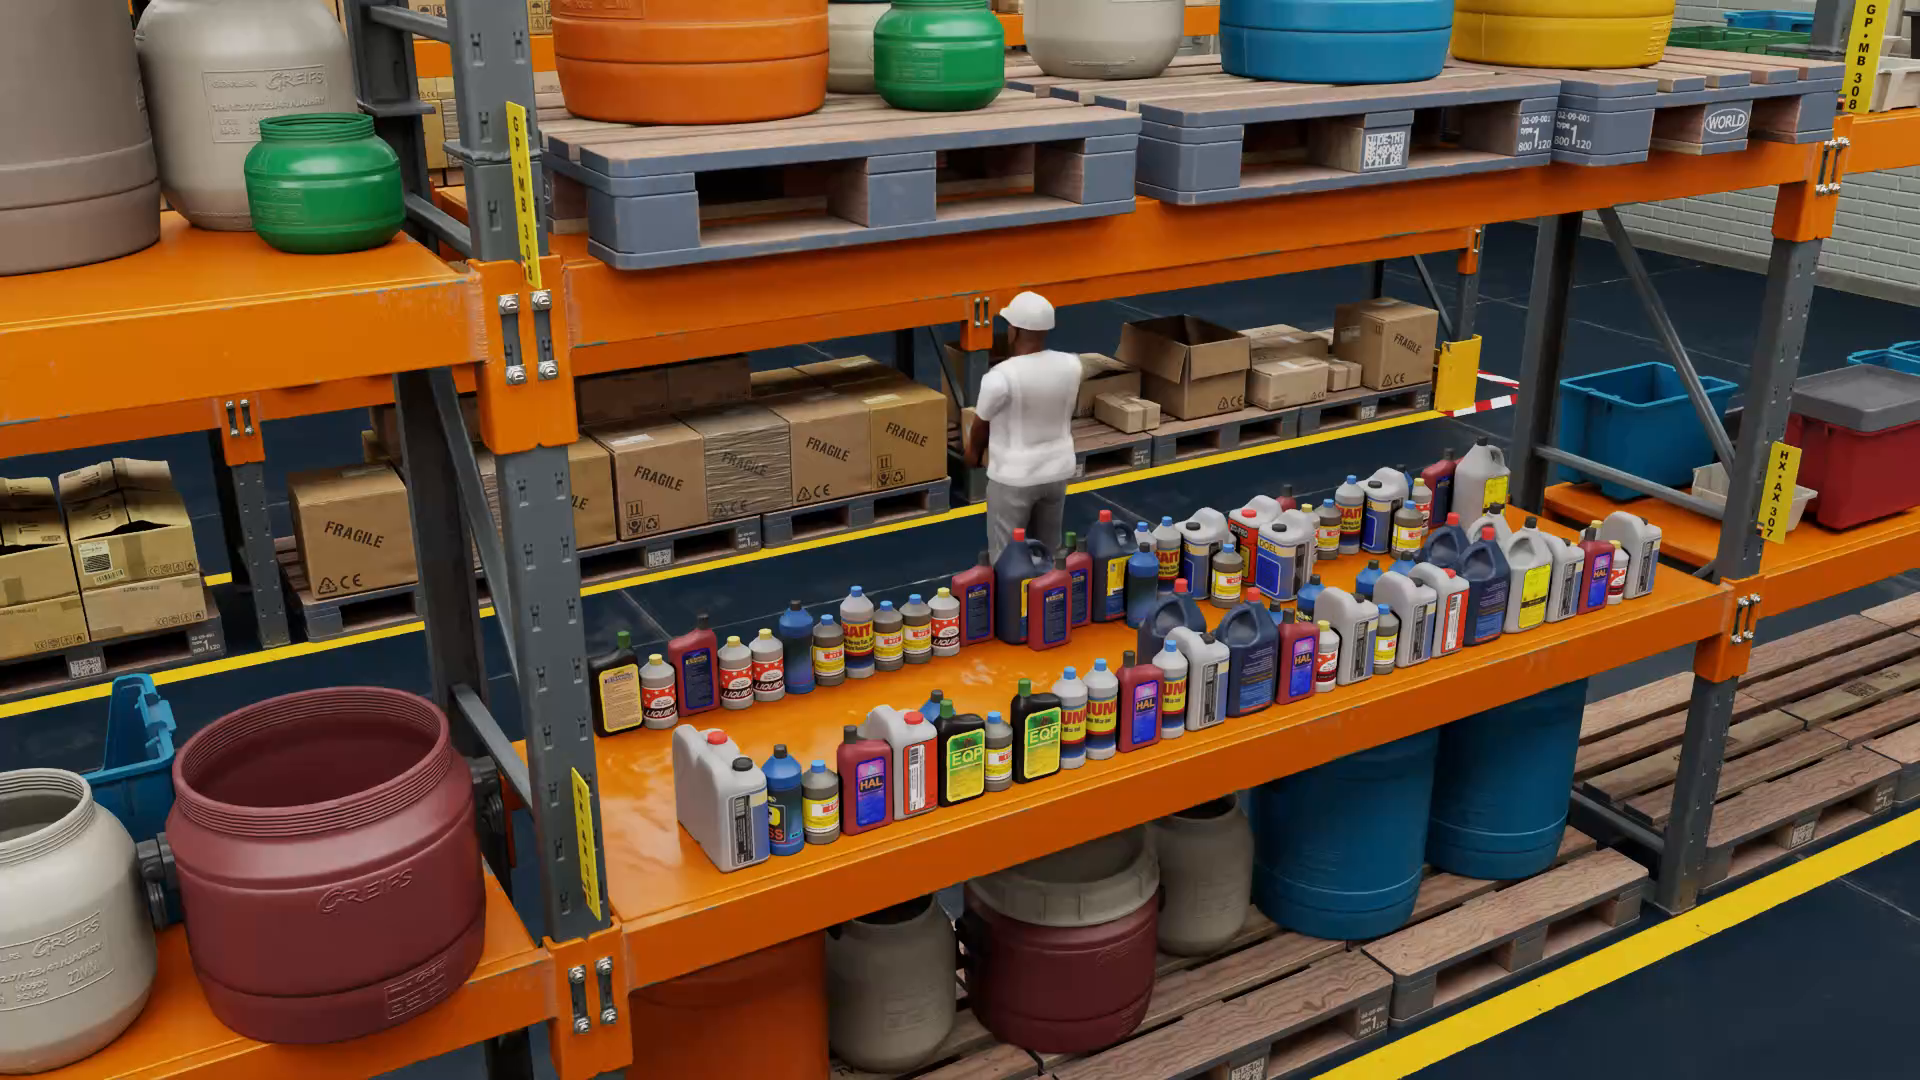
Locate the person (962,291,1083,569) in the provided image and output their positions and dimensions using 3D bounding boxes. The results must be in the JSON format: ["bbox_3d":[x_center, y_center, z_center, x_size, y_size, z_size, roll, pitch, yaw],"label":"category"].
[{"bbox_3d":[0.262,-0.329,7.886,0.505,1.763,0.558,-12,25,-29],"label":"person"}]
